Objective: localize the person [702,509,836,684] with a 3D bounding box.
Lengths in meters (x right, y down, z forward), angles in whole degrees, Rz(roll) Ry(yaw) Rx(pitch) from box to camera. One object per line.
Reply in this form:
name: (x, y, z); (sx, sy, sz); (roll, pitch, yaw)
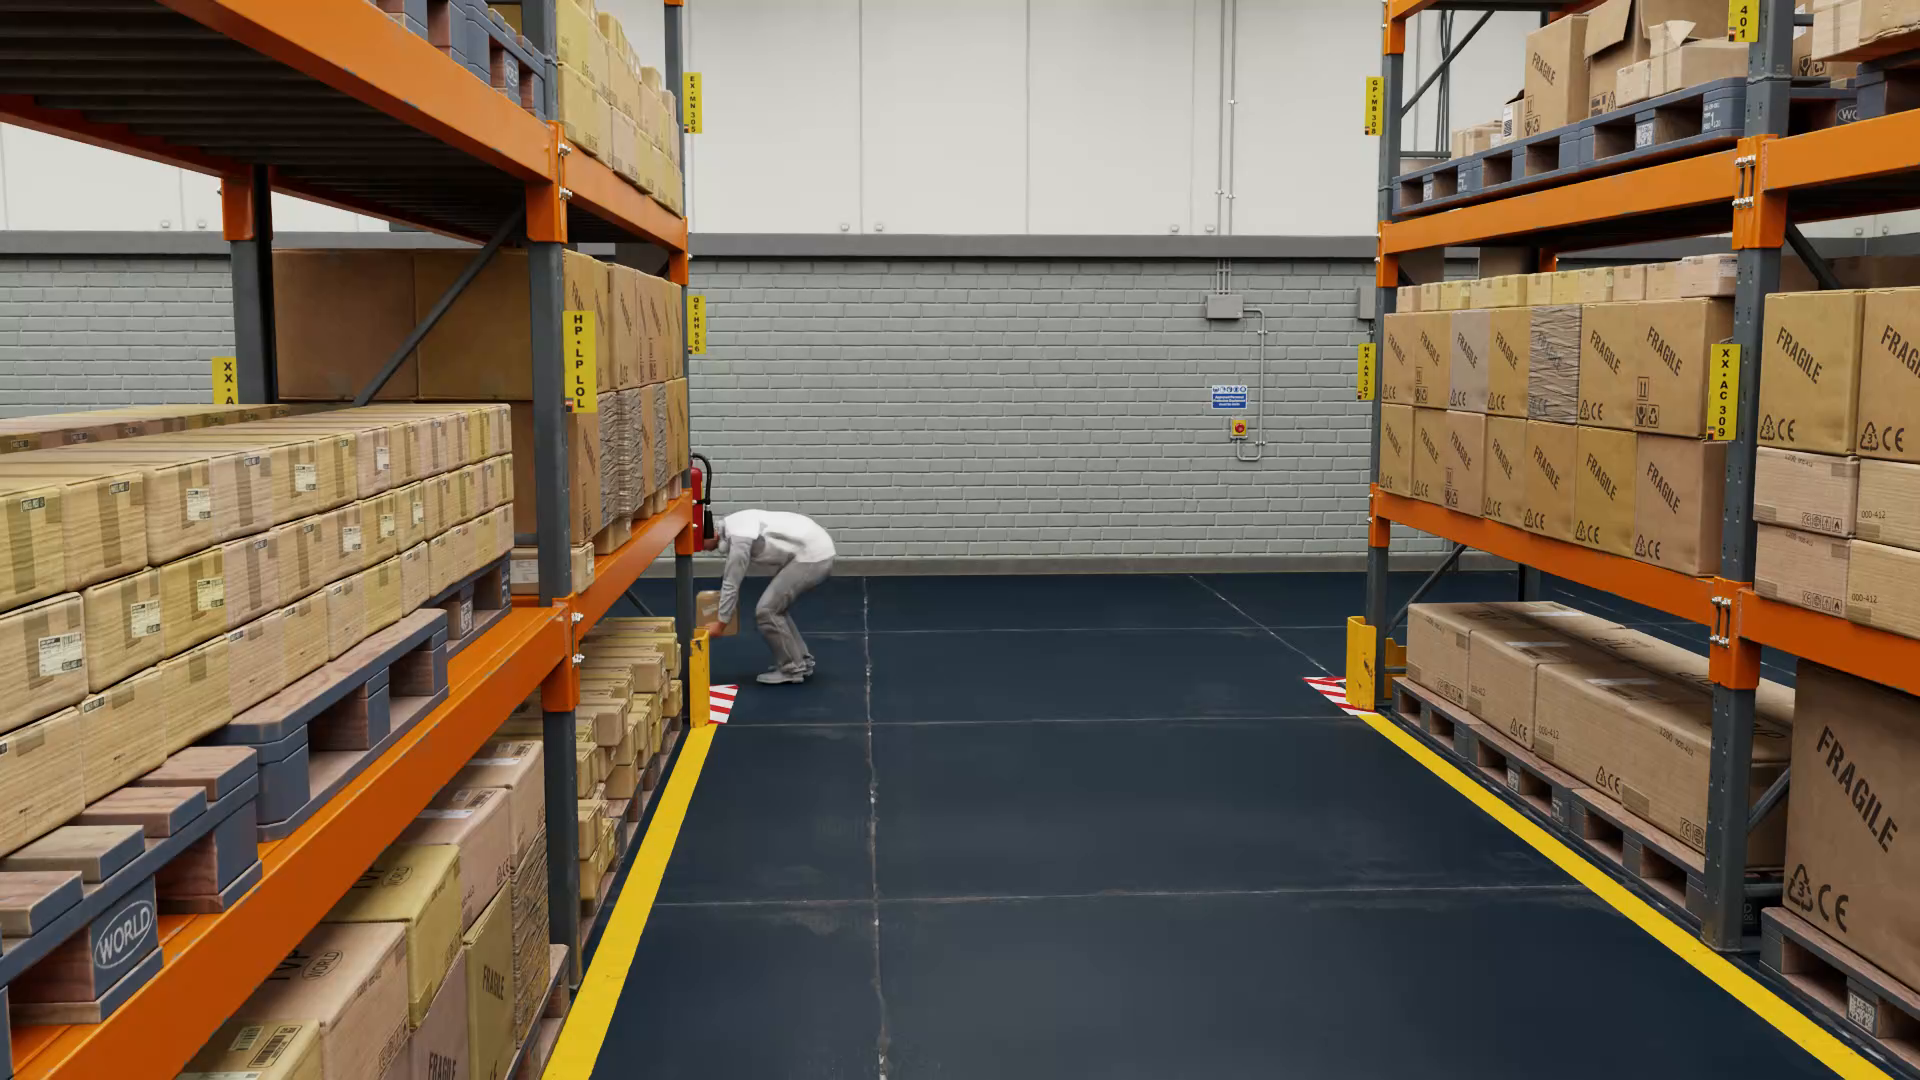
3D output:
person: (-1.285, 0.343, 10.547); (0.993, 1.113, 0.490); (-1, 7, -6)
